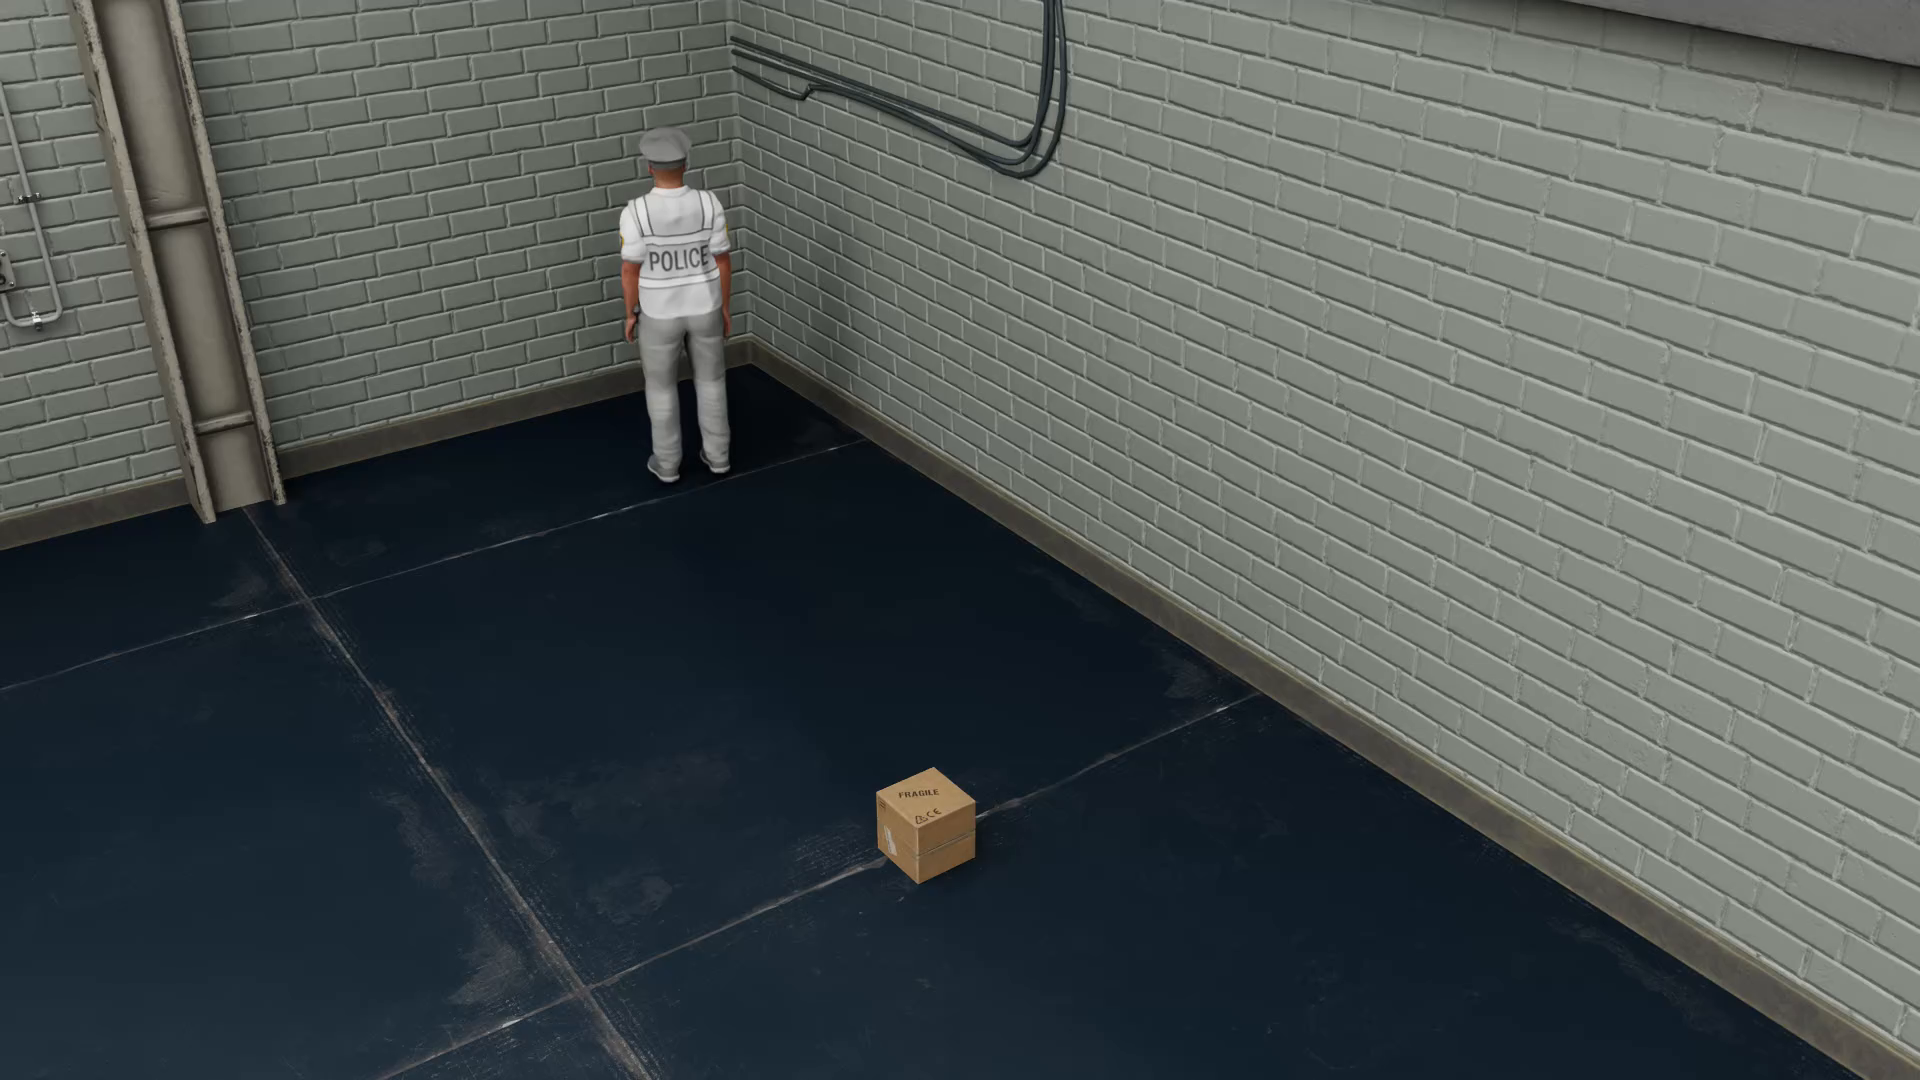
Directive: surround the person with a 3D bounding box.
[{"bbox_3d":[-1.385,-1.138,8.156,0.535,1.783,0.402,-11,30,-20],"label":"person"}]
